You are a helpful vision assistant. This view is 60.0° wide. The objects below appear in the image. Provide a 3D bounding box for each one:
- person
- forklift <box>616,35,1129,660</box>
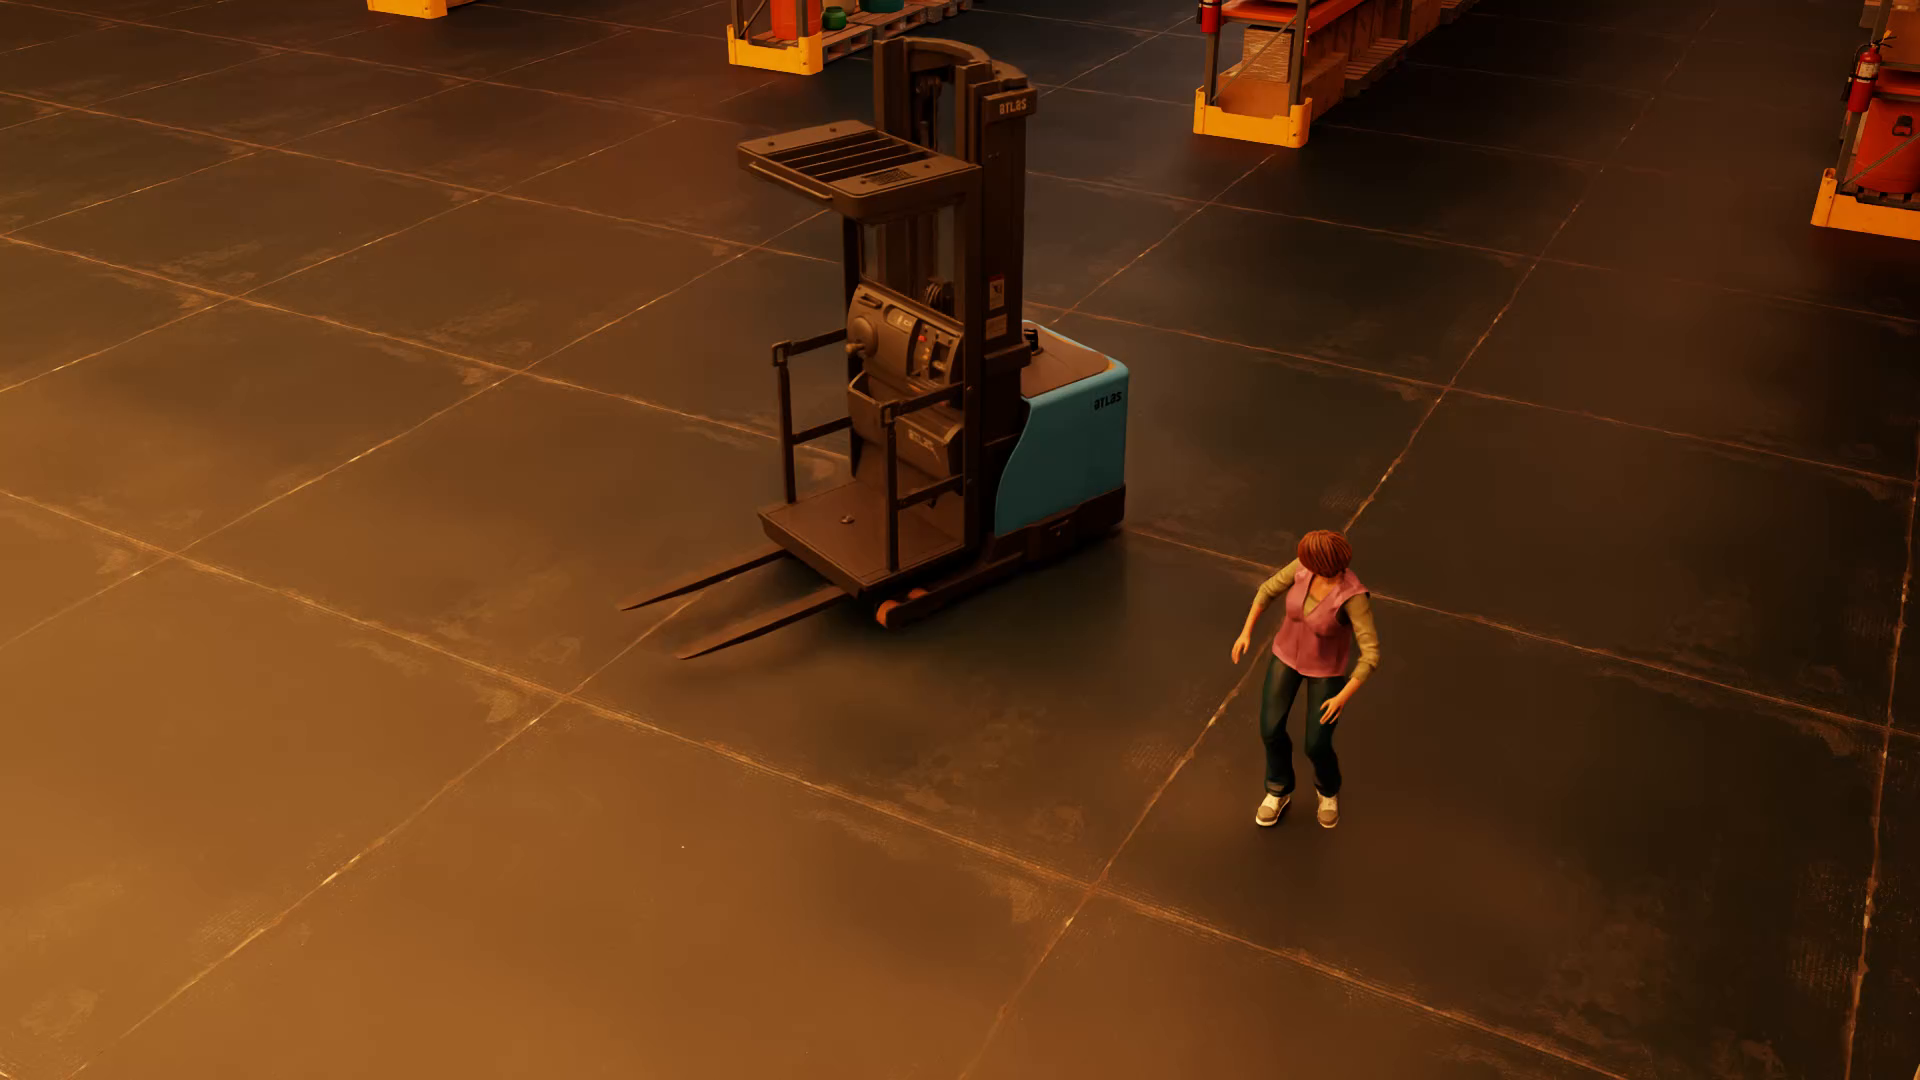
[{"bbox_3d":[1.537,0.633,7.411,0.656,1.546,0.600,20,35,30],"label":"person"},{"bbox_3d":[-0.470,-1.071,8.926,3.031,2.935,1.130,-22,37,-33],"label":"forklift"}]
